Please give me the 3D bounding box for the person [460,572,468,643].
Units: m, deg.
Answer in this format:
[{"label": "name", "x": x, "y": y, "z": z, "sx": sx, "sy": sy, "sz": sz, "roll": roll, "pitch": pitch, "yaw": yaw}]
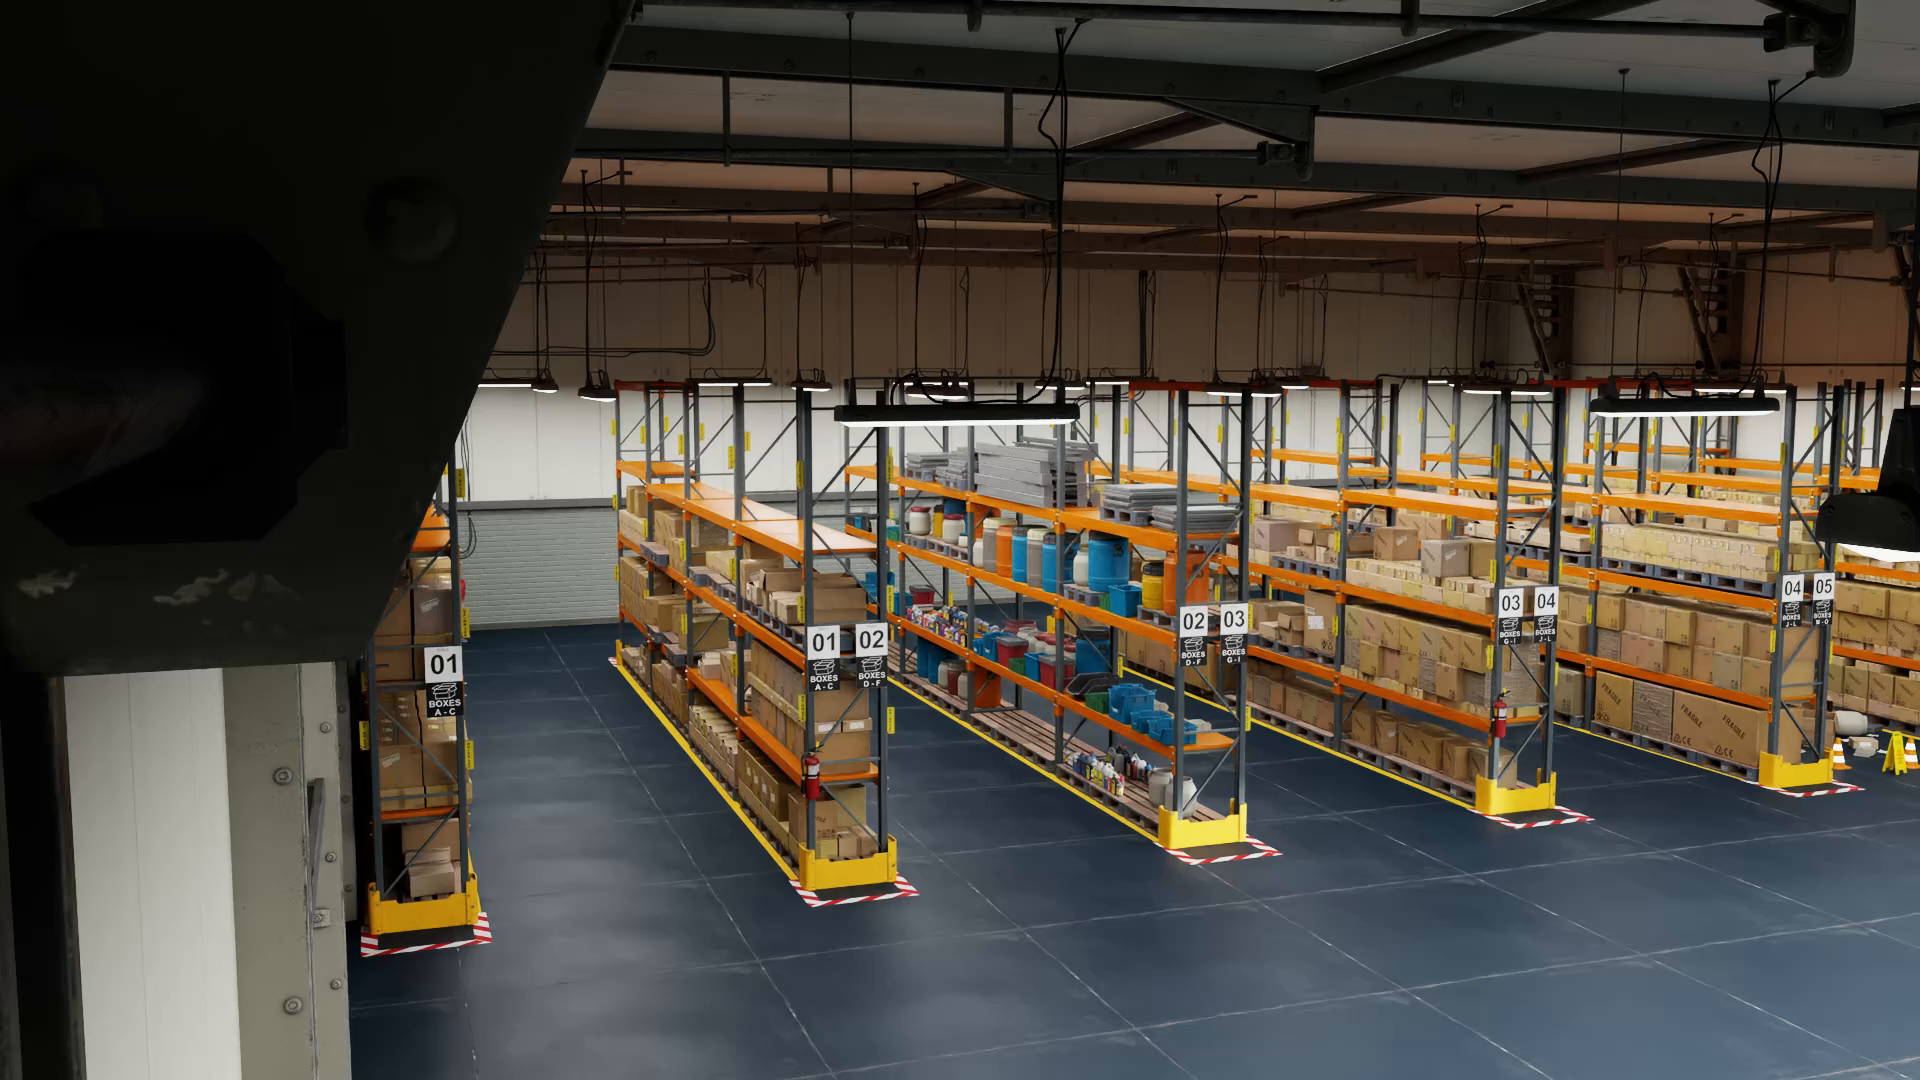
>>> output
[{"label": "person", "x": -11.534, "y": 1.475, "z": 37.884, "sx": 0.879, "sy": 1.683, "sz": 0.541, "roll": 2, "pitch": 6, "yaw": 22}]
